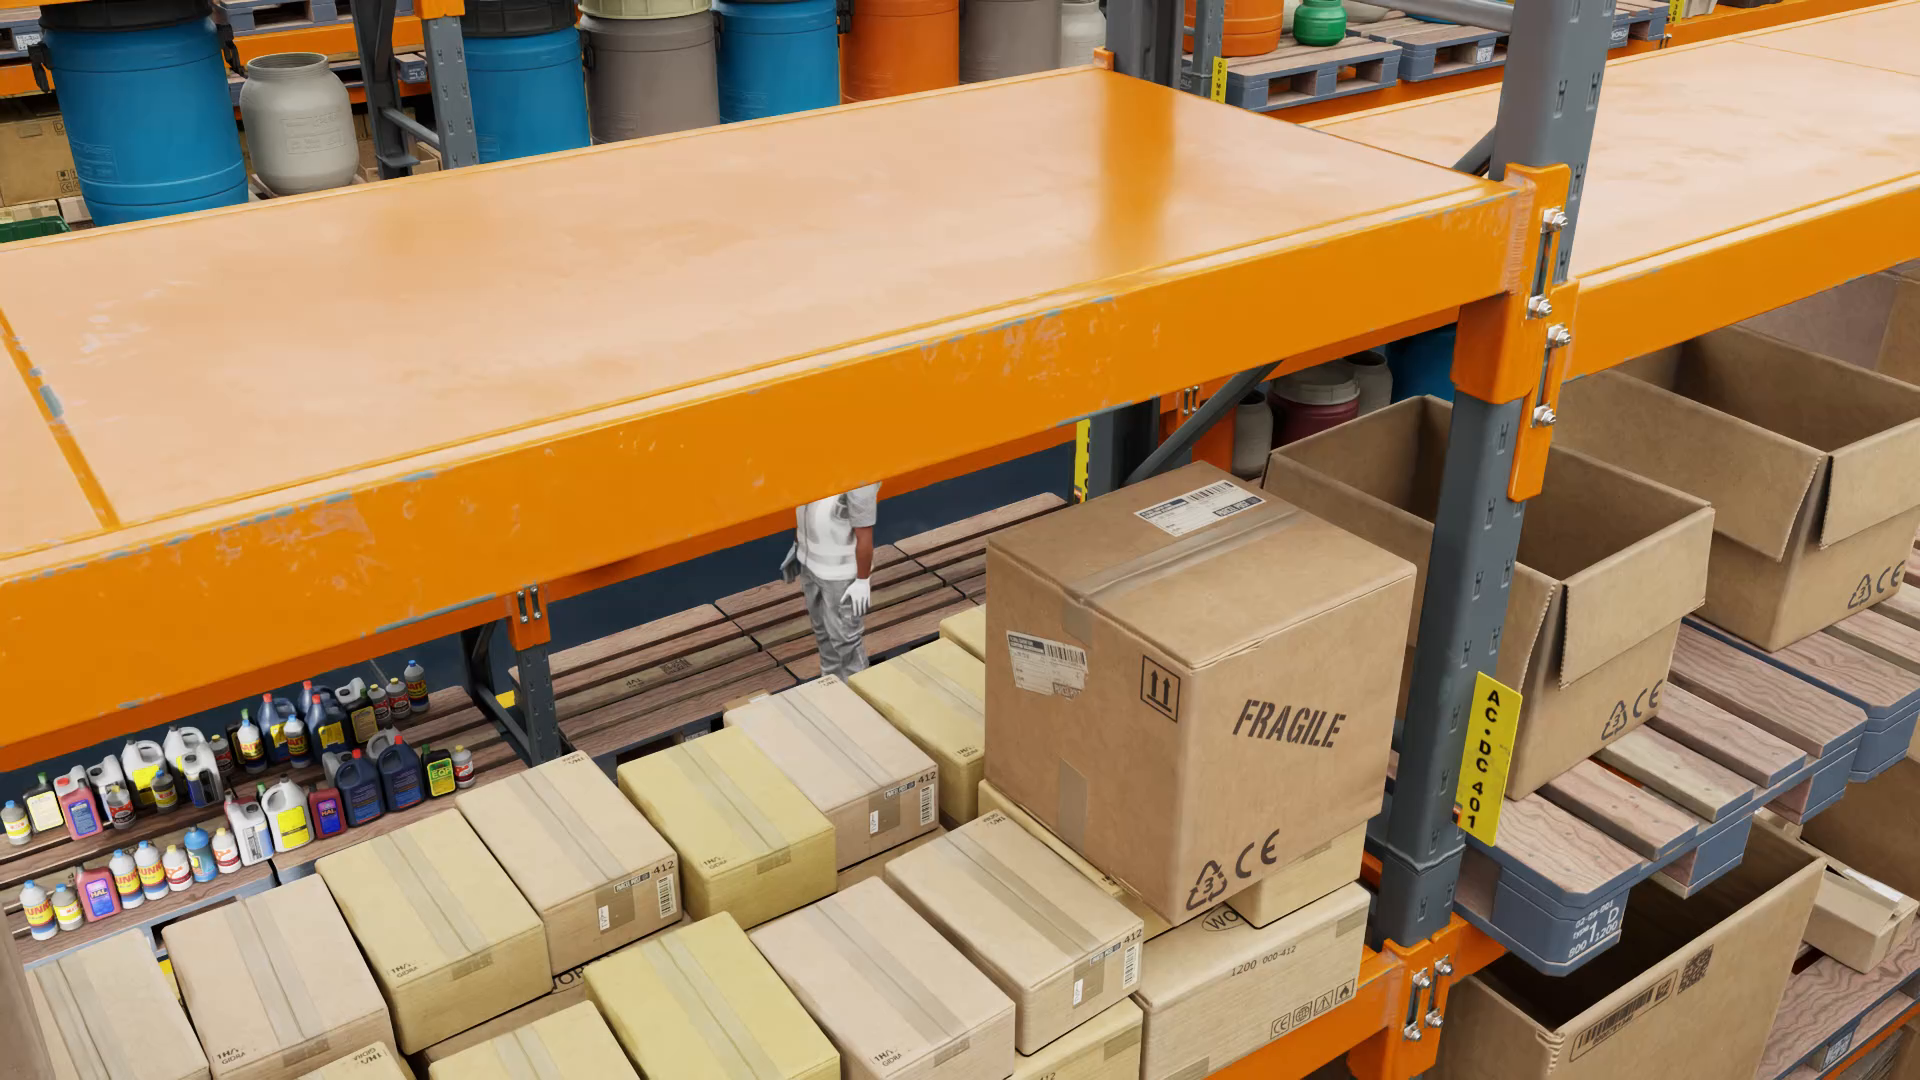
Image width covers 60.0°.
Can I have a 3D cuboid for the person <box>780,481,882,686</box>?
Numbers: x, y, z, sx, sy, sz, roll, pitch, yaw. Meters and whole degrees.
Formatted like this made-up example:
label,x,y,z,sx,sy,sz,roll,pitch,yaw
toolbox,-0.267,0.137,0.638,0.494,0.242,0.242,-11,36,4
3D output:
label,x,y,z,sx,sy,sz,roll,pitch,yaw
person,-0.655,0.145,8.353,0.417,1.798,0.572,-18,33,-30
